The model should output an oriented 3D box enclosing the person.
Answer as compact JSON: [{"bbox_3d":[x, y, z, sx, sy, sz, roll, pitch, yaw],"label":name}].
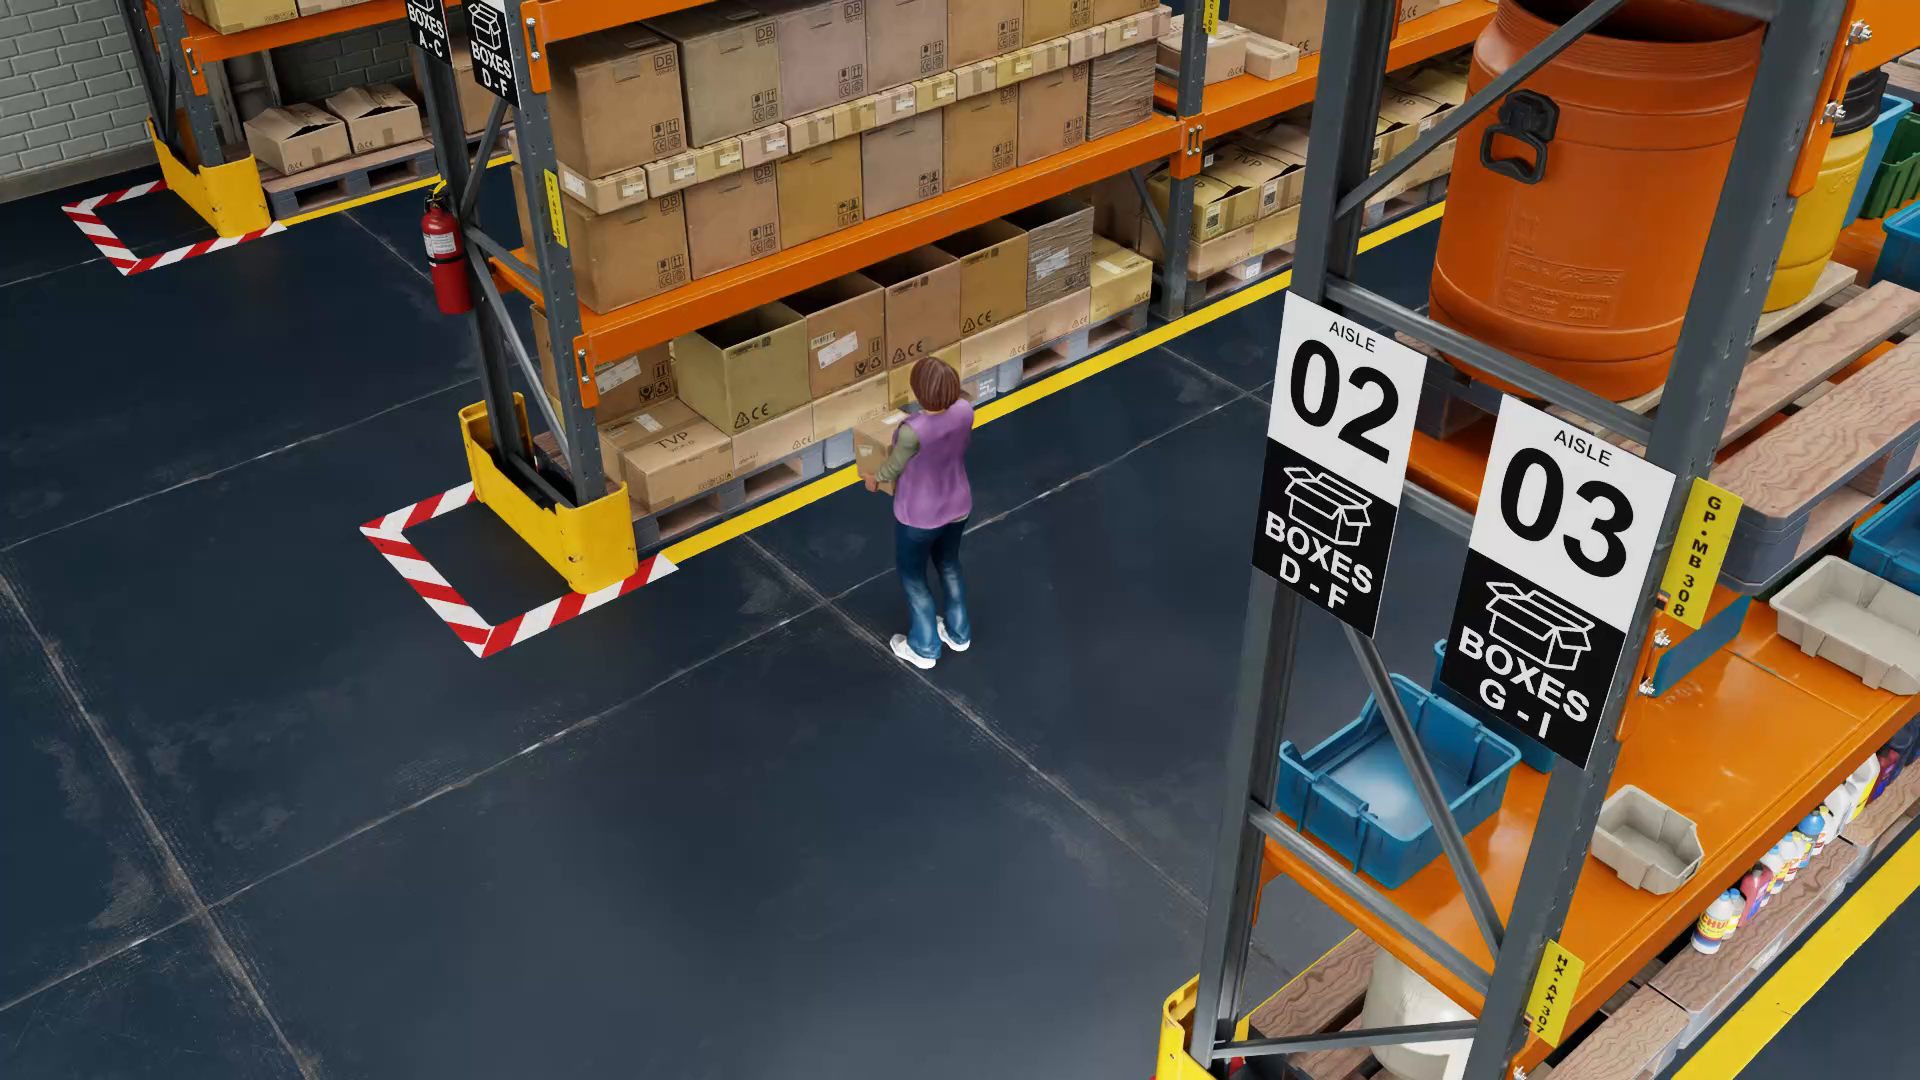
[{"bbox_3d":[-0.180,-0.162,7.307,0.407,1.588,0.496,-26,44,-31],"label":"person"}]
